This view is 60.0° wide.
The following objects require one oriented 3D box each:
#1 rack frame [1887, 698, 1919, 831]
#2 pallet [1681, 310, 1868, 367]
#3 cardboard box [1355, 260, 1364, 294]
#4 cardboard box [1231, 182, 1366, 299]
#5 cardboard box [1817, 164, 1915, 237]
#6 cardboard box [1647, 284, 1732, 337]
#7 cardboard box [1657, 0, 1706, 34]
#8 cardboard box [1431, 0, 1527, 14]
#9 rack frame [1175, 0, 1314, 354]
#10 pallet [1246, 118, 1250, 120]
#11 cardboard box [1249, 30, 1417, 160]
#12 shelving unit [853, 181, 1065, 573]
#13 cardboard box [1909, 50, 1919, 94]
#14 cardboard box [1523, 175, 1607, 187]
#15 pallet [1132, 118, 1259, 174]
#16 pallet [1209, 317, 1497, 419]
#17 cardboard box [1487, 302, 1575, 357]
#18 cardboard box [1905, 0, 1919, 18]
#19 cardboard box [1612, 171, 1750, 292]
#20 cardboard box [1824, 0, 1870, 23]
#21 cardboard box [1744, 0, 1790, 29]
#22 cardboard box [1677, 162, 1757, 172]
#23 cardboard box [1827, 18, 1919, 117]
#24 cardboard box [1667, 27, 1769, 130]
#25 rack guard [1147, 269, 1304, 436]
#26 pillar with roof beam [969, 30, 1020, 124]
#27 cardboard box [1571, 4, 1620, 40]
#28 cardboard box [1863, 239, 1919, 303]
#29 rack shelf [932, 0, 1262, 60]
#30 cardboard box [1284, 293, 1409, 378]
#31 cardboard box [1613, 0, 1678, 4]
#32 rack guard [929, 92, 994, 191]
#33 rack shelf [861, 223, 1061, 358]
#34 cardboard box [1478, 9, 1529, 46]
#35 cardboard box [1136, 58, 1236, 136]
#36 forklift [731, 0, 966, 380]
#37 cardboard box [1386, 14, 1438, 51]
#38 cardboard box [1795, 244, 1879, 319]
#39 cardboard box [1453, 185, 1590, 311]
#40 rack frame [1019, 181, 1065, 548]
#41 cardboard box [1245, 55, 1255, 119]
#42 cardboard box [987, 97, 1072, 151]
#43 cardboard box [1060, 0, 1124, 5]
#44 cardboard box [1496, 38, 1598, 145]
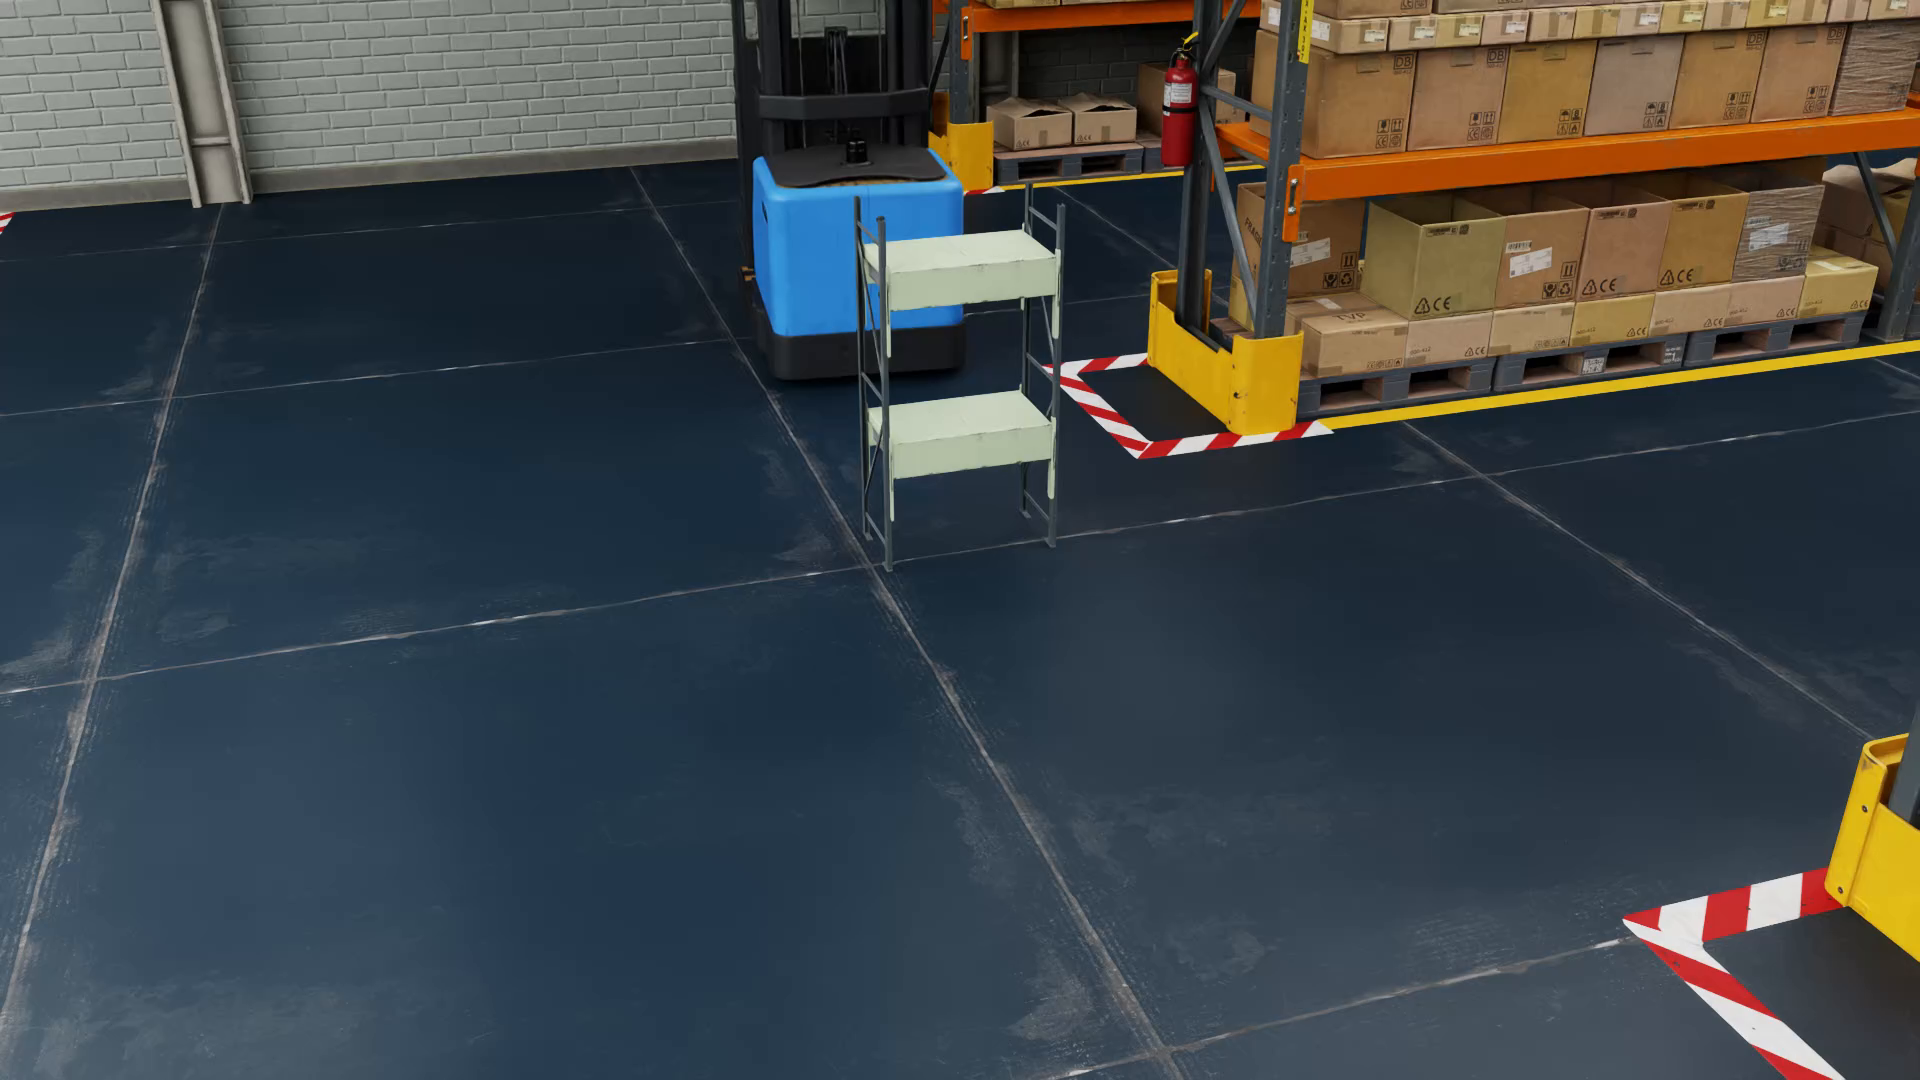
[{"bbox_3d":[2.921,-0.036,3.949,0.127,3.000,1.000,-8,28,-16],"label":"rack frame"},{"bbox_3d":[4.424,-1.341,9.713,1.213,0.211,1.003,-8,28,-16],"label":"pallet"},{"bbox_3d":[2.280,-1.360,9.236,0.500,0.250,0.500,-8,28,-16],"label":"cardboard box"},{"bbox_3d":[1.808,-1.623,8.922,0.500,0.500,0.500,-8,28,-16],"label":"cardboard box"},{"bbox_3d":[5.490,-2.066,10.028,0.500,0.311,0.500,-8,28,-16],"label":"cardboard box"},{"bbox_3d":[3.871,-1.342,9.199,0.500,0.250,0.500,-8,28,-16],"label":"cardboard box"},{"bbox_3d":[3.542,-2.677,8.426,0.250,0.149,0.380,-7,27,-14],"label":"cardboard box"},{"bbox_3d":[2.387,-2.897,8.141,0.500,0.500,0.700,-9,28,-17],"label":"cardboard box"},{"bbox_3d":[1.390,-2.131,8.168,0.127,3.000,1.000,-8,28,-16],"label":"rack frame"},{"bbox_3d":[3.028,-3.419,13.899,1.213,0.211,1.003,-8,28,-16],"label":"pallet"},{"bbox_3d":[1.838,-2.234,8.265,0.500,0.500,0.700,-8,28,-16],"label":"cardboard box"},{"bbox_3d":[-0.006,-0.671,6.915,0.755,1.500,0.431,-8,28,-16],"label":"shelving unit"},{"bbox_3d":[5.648,-2.700,9.485,0.500,0.250,0.500,-7,27,-13],"label":"cardboard box"},{"bbox_3d":[3.230,-1.835,9.349,0.500,0.500,0.500,-8,28,-16],"label":"cardboard box"},{"bbox_3d":[1.866,-3.249,13.558,1.213,0.211,1.003,-8,28,-16],"label":"pallet"},{"bbox_3d":[2.104,-1.005,9.036,1.213,0.211,1.003,-8,28,-16],"label":"pallet"},{"bbox_3d":[2.919,-1.206,8.926,0.500,0.250,0.500,-8,28,-16],"label":"cardboard box"},{"bbox_3d":[5.001,-2.889,8.853,0.250,0.149,0.380,-8,28,-16],"label":"cardboard box"},{"bbox_3d":[3.867,-1.683,9.044,0.500,0.500,0.500,-8,28,-16],"label":"cardboard box"},{"bbox_3d":[4.517,-2.818,8.712,0.250,0.149,0.380,-9,28,-18],"label":"cardboard box"},{"bbox_3d":[4.033,-2.749,8.573,0.250,0.149,0.380,-8,28,-16],"label":"cardboard box"},{"bbox_3d":[4.183,-1.970,9.622,0.500,0.500,0.500,-8,28,-16],"label":"cardboard box"},{"bbox_3d":[4.774,-2.662,9.127,0.500,0.500,0.700,-9,28,-17],"label":"cardboard box"},{"bbox_3d":[3.796,-2.520,8.839,0.500,0.500,0.700,-8,27,-15],"label":"cardboard box"},{"bbox_3d":[1.367,-1.008,8.717,0.348,0.500,1.175,-8,28,-16],"label":"rack guard"},{"bbox_3d":[1.583,-5.554,8.317,0.400,9.000,9.100,-8,28,-16],"label":"pillar with roof beam"},{"bbox_3d":[3.054,-2.607,8.286,0.250,0.149,0.380,-9,28,-17],"label":"cardboard box"},{"bbox_3d":[5.654,-1.589,9.697,0.500,0.250,0.500,-9,28,-17],"label":"cardboard box"},{"bbox_3d":[1.754,-4.178,13.101,4.000,0.370,1.077,-8,28,-16],"label":"rack shelf"},{"bbox_3d":[1.969,-1.067,8.646,0.500,0.250,0.500,-8,28,-16],"label":"cardboard box"},{"bbox_3d":[3.342,-3.036,8.421,0.500,0.500,0.700,-8,28,-16],"label":"cardboard box"},{"bbox_3d":[-0.075,-3.115,12.963,0.348,0.500,1.175,-8,28,-16],"label":"rack guard"},{"bbox_3d":[-0.006,-1.020,6.741,0.720,0.370,0.431,-8,28,-16],"label":"rack shelf"},{"bbox_3d":[2.558,-2.534,8.139,0.250,0.149,0.380,-9,28,-17],"label":"cardboard box"},{"bbox_3d":[1.793,-3.518,13.278,0.500,0.500,0.700,-10,28,-19],"label":"cardboard box"},{"bbox_3d":[-0.774,-2.791,9.576,1.130,2.935,3.031,-5,27,-11],"label":"forklift"},{"bbox_3d":[2.080,-2.466,8.003,0.250,0.149,0.380,-9,28,-17],"label":"cardboard box"},{"bbox_3d":[4.820,-1.482,9.481,0.500,0.250,0.500,-8,28,-16],"label":"cardboard box"},{"bbox_3d":[2.915,-1.547,8.769,0.500,0.500,0.500,-8,28,-16],"label":"cardboard box"},{"bbox_3d":[0.342,-0.721,7.016,0.023,1.500,0.400,-8,28,-16],"label":"rack frame"},{"bbox_3d":[2.681,-3.693,13.632,0.500,0.500,0.500,-10,28,-20],"label":"cardboard box"},{"bbox_3d":[0.538,-3.274,13.001,0.500,0.311,0.500,-12,29,-22],"label":"cardboard box"},{"bbox_3d":[0.904,-4.177,12.436,0.500,0.250,0.500,-9,28,-18],"label":"cardboard box"},{"bbox_3d":[2.810,-2.374,8.547,0.500,0.500,0.700,-8,28,-16],"label":"cardboard box"}]
